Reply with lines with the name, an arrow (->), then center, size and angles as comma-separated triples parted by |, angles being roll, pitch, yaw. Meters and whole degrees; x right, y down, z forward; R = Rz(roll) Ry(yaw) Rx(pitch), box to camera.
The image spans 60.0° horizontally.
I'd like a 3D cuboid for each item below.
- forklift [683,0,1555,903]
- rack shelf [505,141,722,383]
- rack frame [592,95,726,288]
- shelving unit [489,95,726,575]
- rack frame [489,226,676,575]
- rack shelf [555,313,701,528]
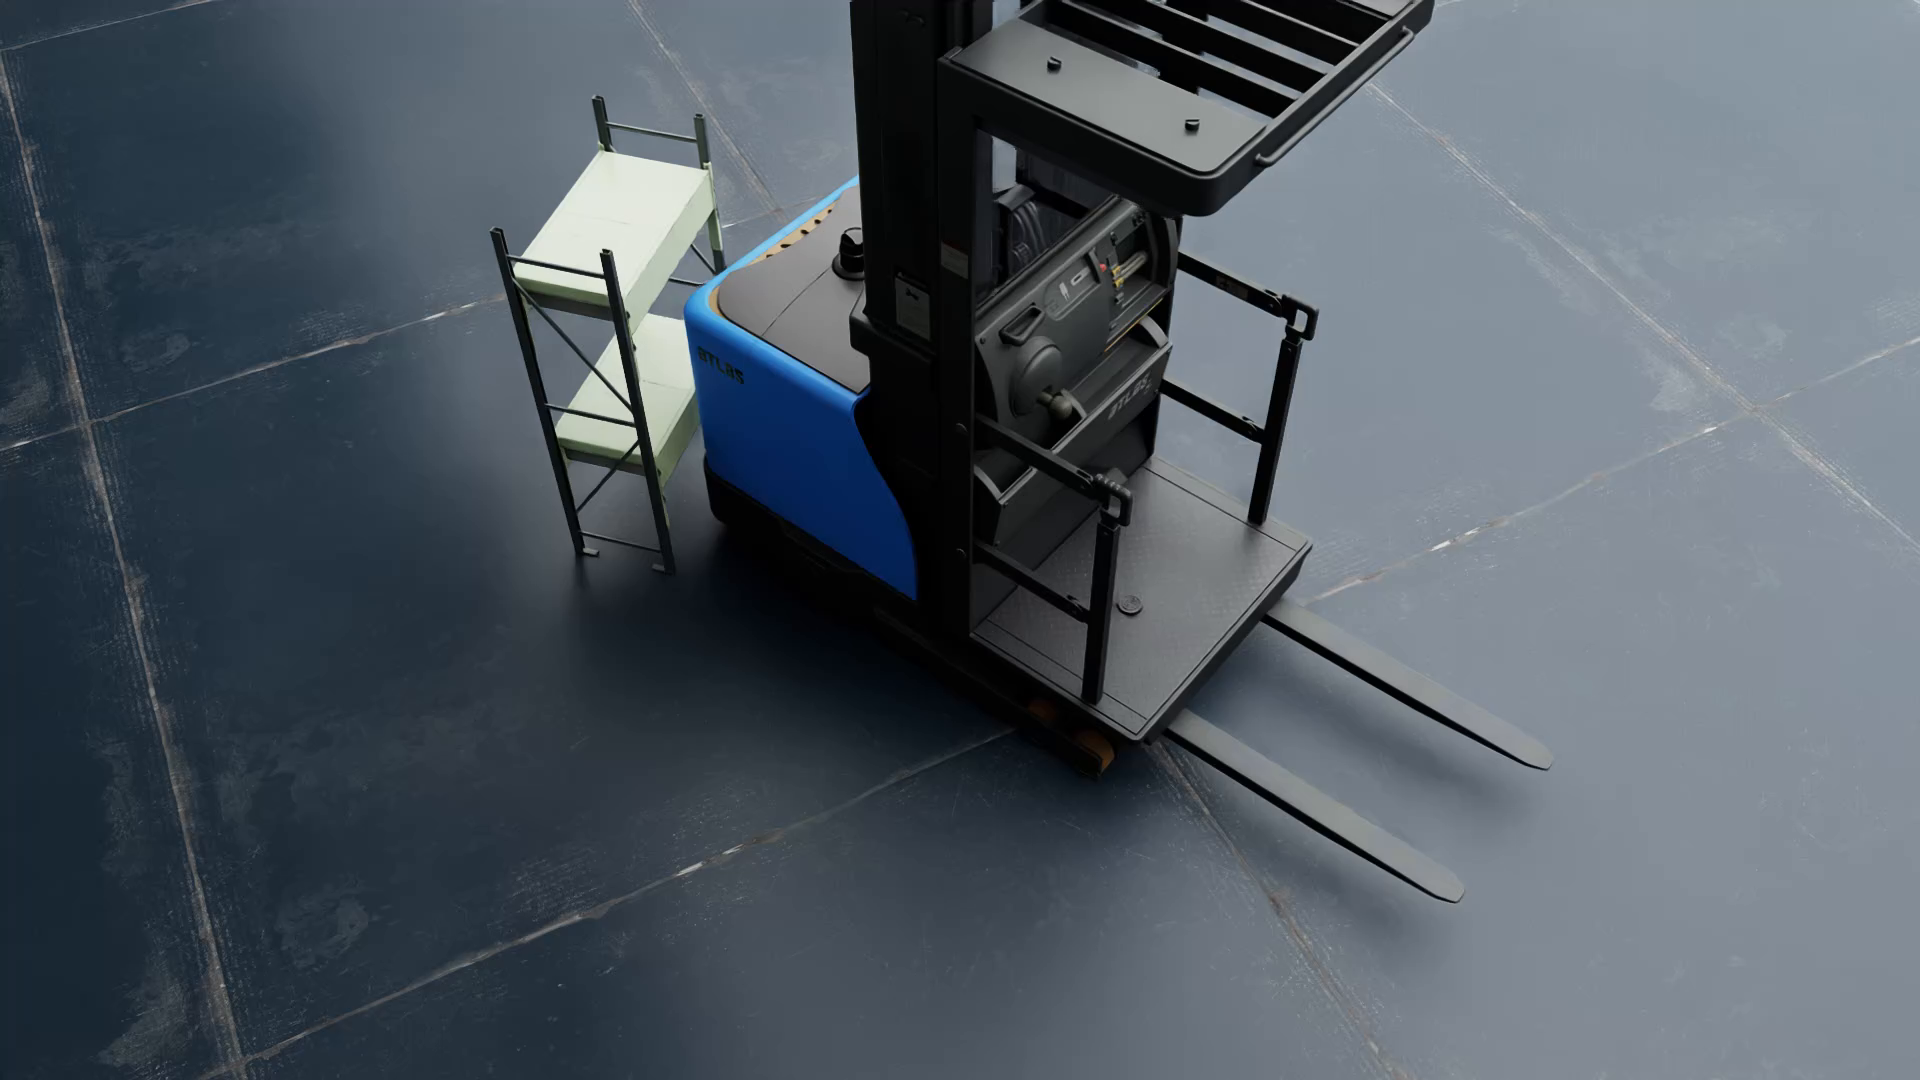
forklift -> 0.524, -0.635, 4.859 | 3.031, 2.935, 1.130 | 31, 56, 24
rack shelf -> -1.140, -0.938, 5.556 | 0.431, 0.370, 0.720 | 13, 50, 11
rack frame -> -1.035, -0.945, 6.080 | 0.400, 1.500, 0.023 | 13, 50, 11
shelving unit -> -1.140, -0.681, 5.849 | 0.431, 1.500, 0.755 | 13, 50, 11
rack frame -> -1.244, -0.417, 5.618 | 0.400, 1.500, 0.023 | 13, 50, 11
rack shelf -> -1.139, -0.466, 6.095 | 0.431, 0.370, 0.720 | 13, 50, 11
